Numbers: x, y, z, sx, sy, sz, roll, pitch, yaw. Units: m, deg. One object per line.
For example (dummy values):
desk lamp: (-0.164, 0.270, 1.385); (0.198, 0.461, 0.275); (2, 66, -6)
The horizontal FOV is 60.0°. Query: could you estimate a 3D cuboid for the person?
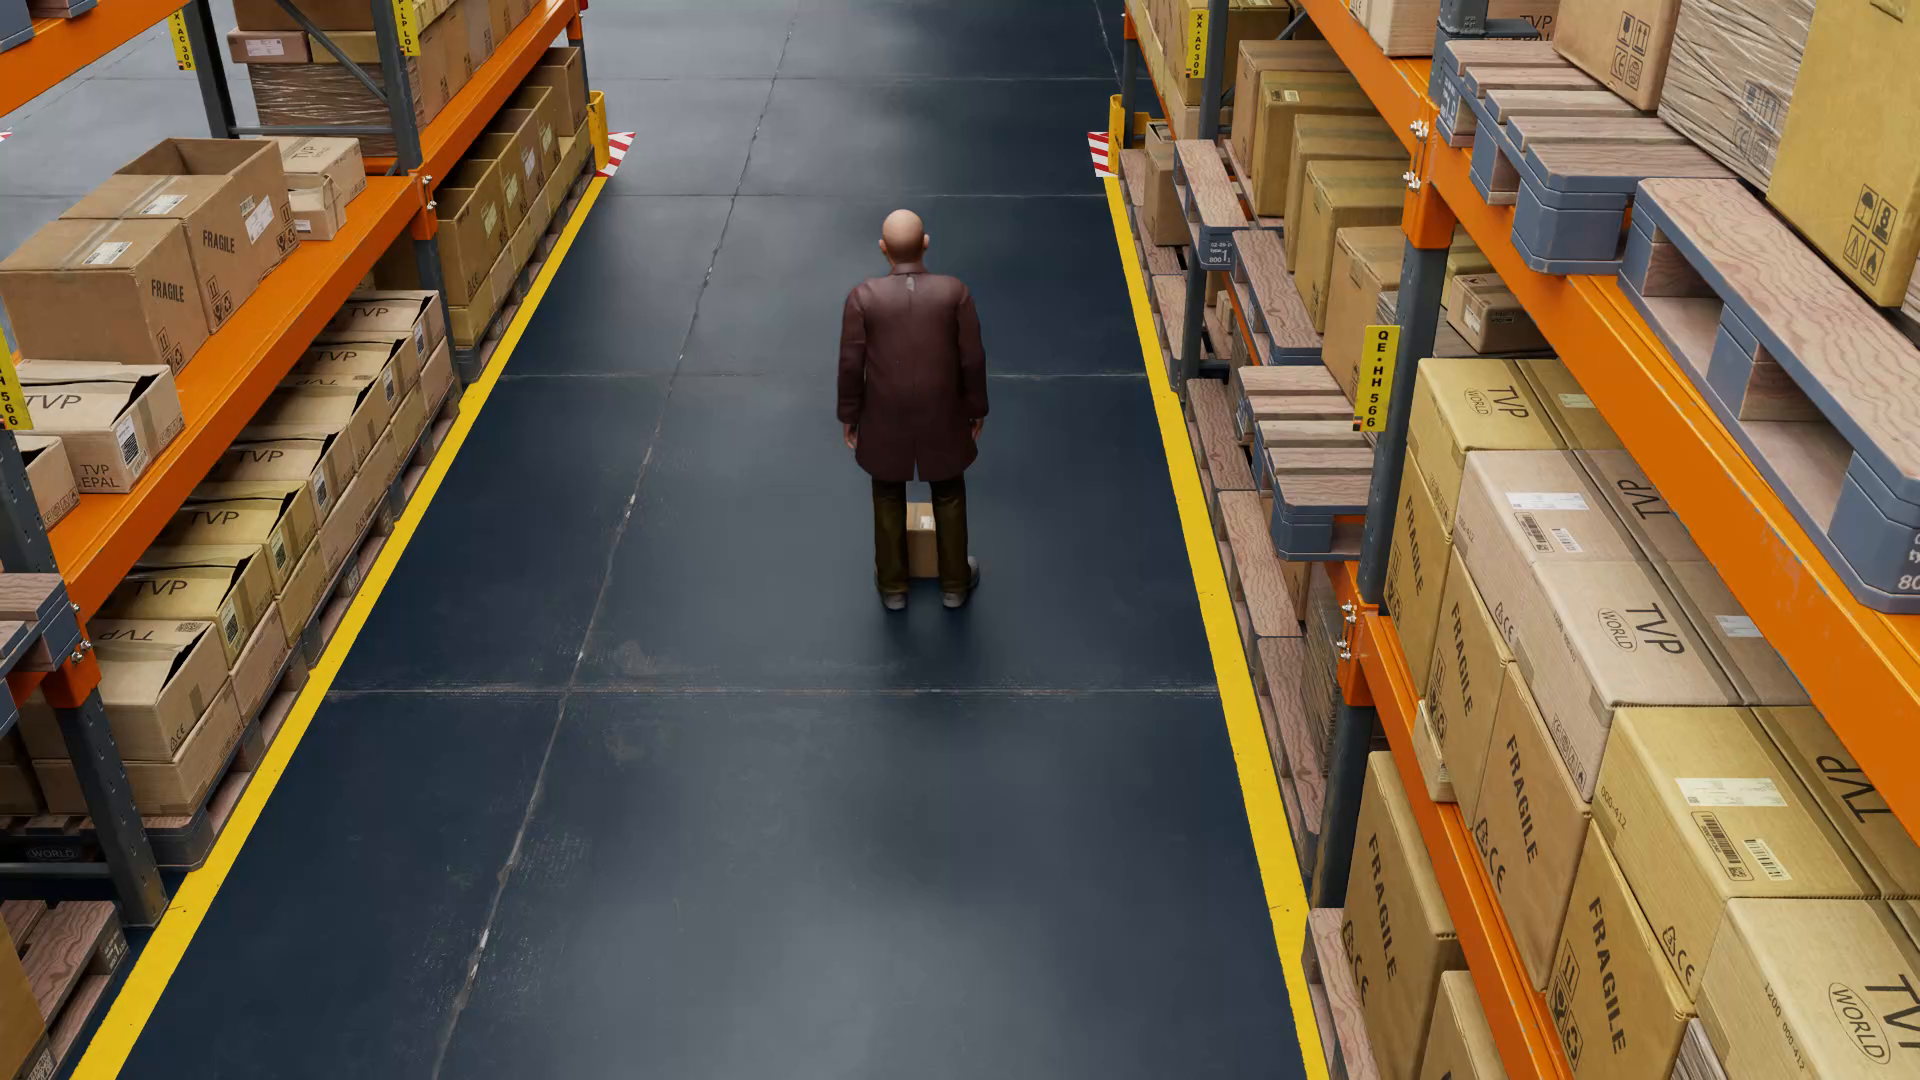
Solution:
person: (-0.199, -0.524, 7.018); (0.644, 1.772, 0.429); (-2, 31, -3)
